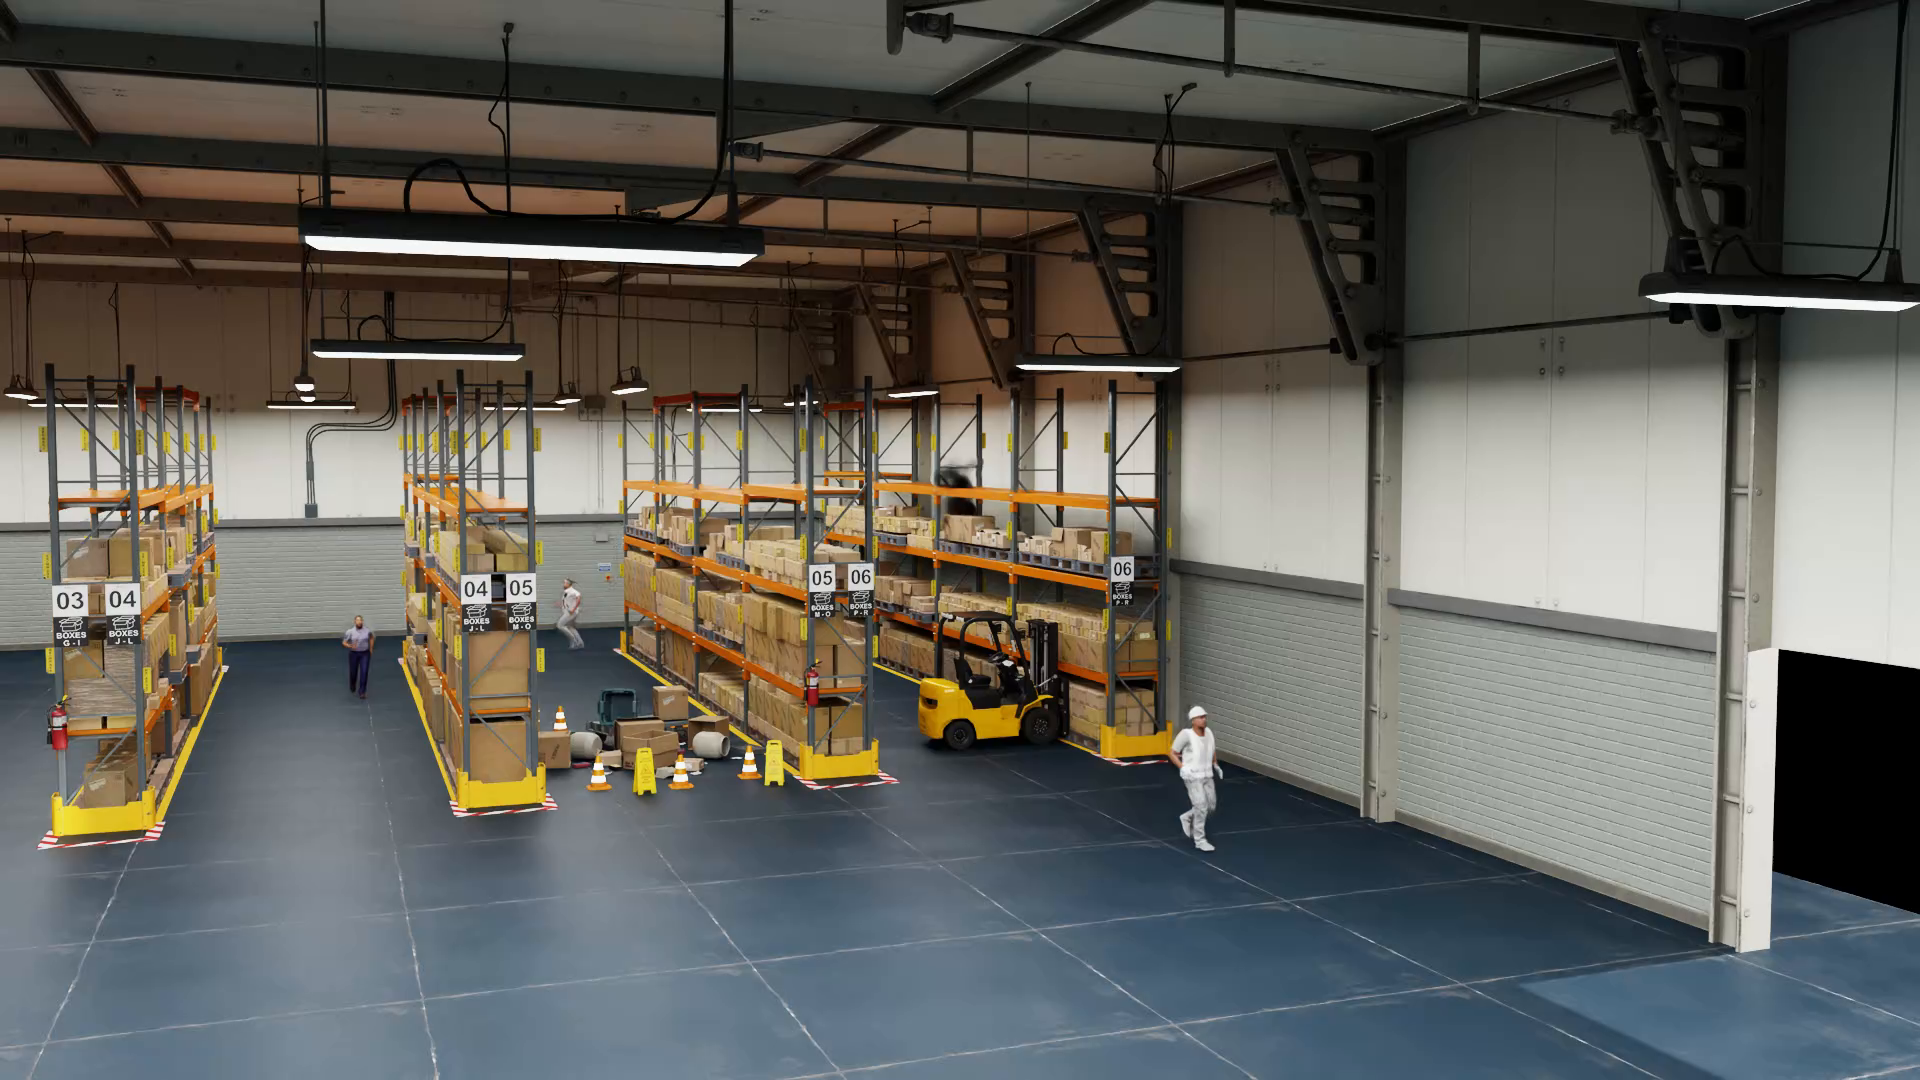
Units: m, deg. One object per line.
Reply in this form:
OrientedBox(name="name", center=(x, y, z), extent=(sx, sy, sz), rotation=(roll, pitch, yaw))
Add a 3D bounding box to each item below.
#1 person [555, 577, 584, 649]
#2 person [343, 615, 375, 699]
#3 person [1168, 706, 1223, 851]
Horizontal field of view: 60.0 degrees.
OrientedBox(name="person", center=(-9.466, 1.768, 40.282), extent=(0.696, 1.746, 0.656), rotation=(-1, 3, -15))
OrientedBox(name="person", center=(-11.806, 2.289, 32.678), extent=(0.613, 1.605, 0.723), rotation=(-2, 4, -27))
OrientedBox(name="person", center=(2.894, 2.921, 20.542), extent=(0.705, 1.749, 0.696), rotation=(-2, 4, -35))
